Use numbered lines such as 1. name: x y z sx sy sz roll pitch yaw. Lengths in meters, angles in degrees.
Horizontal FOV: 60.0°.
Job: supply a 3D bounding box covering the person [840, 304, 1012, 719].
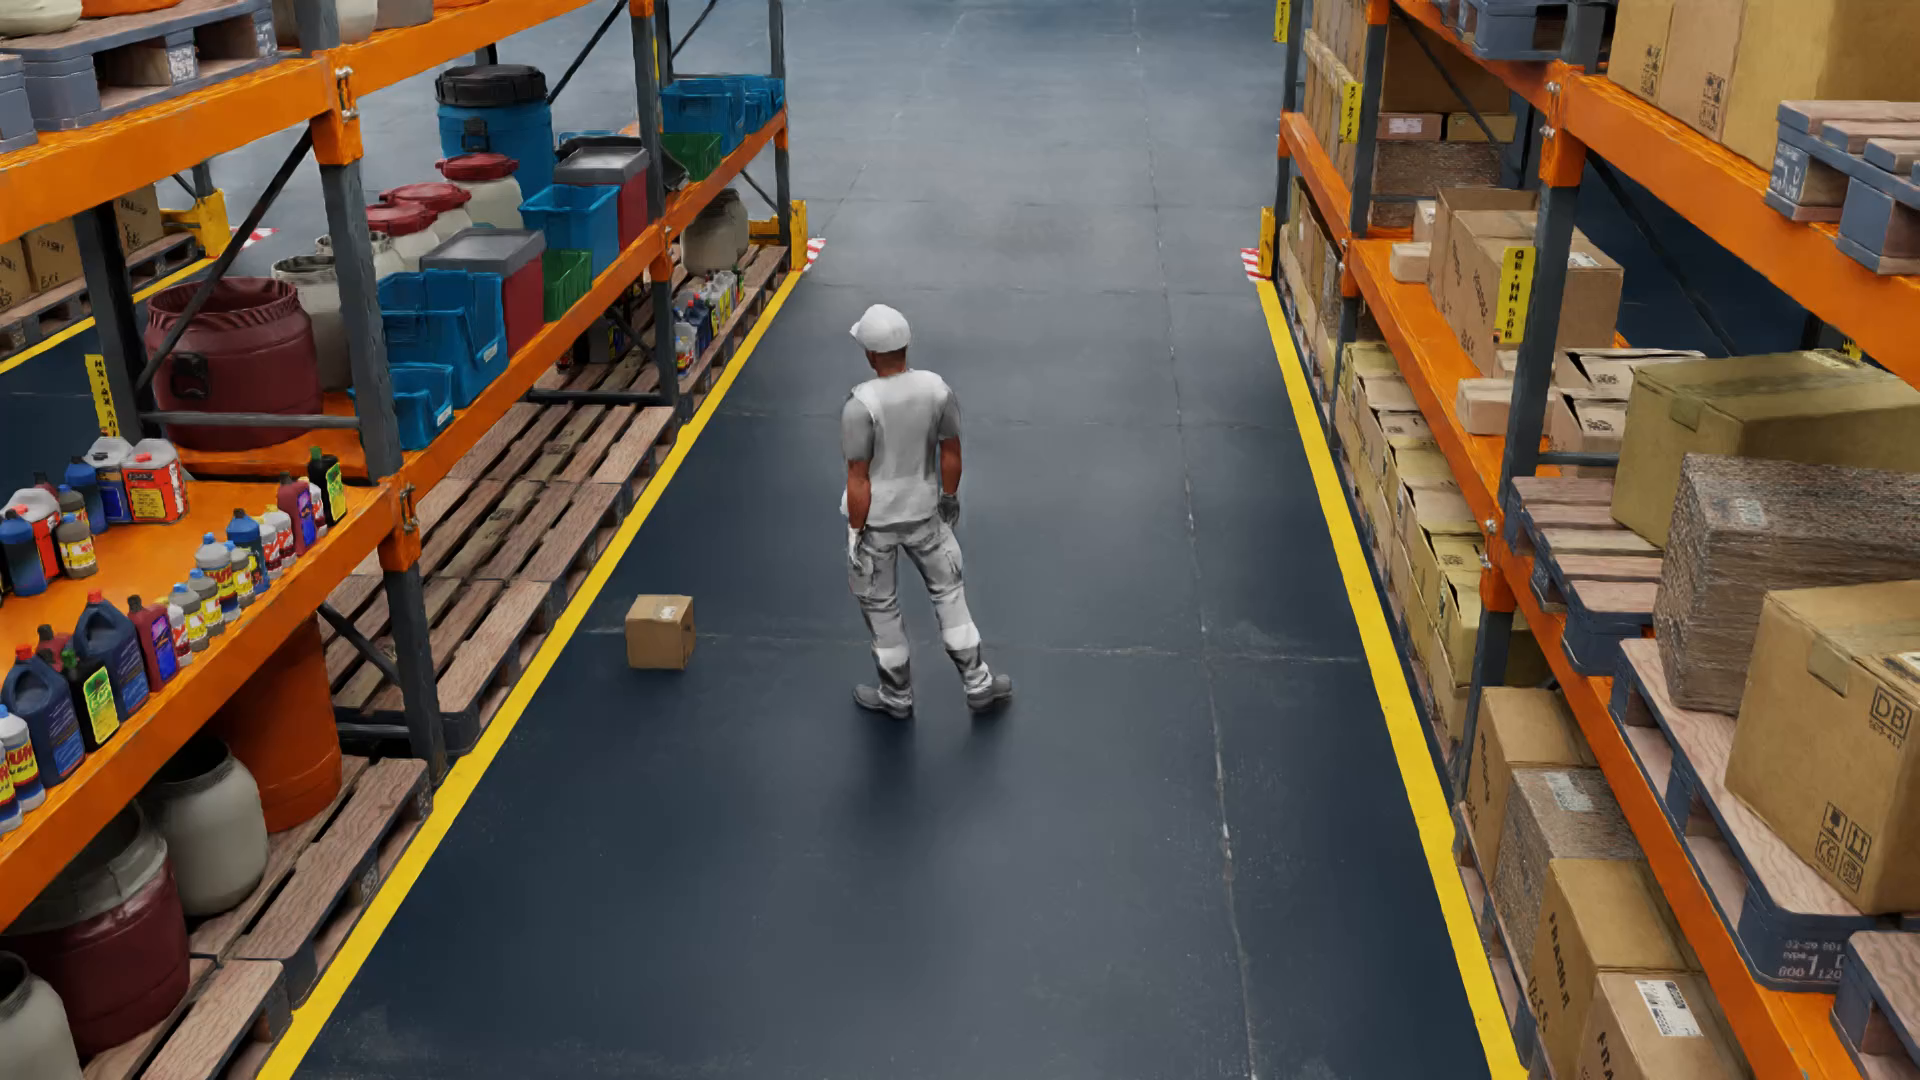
1. person: -0.138 -0.093 6.782 0.735 1.784 0.482 -13 27 -26
